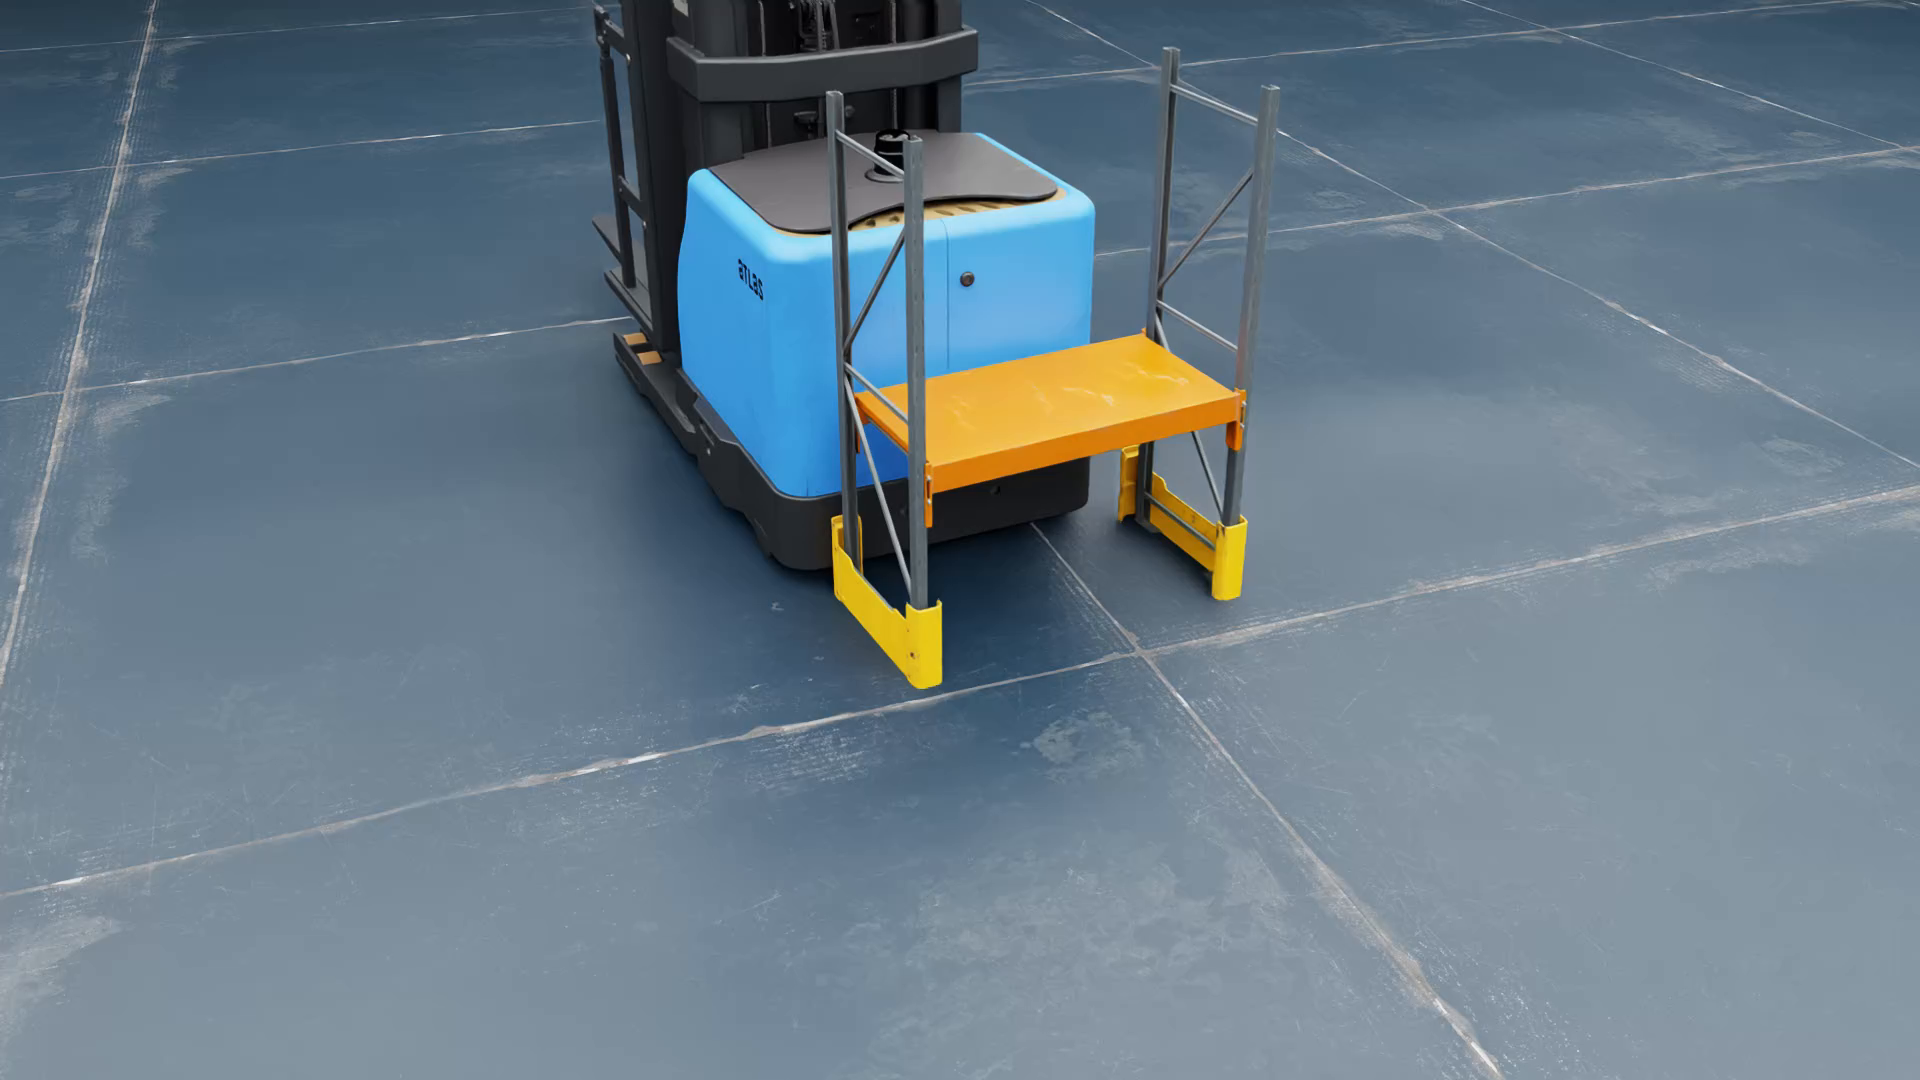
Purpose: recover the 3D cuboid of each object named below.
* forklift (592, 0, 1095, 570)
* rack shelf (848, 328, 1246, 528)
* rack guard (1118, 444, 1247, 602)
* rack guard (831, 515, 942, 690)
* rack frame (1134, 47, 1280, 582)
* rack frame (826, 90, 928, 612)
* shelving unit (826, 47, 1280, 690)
[{"bbox_3d":[-0.667,-1.891,5.609,1.130,2.935,3.031,-13,32,-22],"label":"forklift"},{"bbox_3d":[0.238,-0.337,4.690,1.000,0.185,0.538,-14,33,-23],"label":"rack shelf"},{"bbox_3d":[0.673,-0.061,5.105,0.087,0.250,0.587,-14,33,-23],"label":"rack guard"},{"bbox_3d":[-0.212,0.165,4.709,0.087,0.250,0.587,-14,33,-23],"label":"rack guard"},{"bbox_3d":[0.690,-0.609,4.804,0.032,1.500,0.500,-14,33,-23],"label":"rack frame"},{"bbox_3d":[-0.213,-0.378,4.399,0.032,1.500,0.500,-14,33,-23],"label":"rack frame"},{"bbox_3d":[0.230,-0.491,4.598,1.083,1.500,0.587,-14,33,-23],"label":"shelving unit"}]
